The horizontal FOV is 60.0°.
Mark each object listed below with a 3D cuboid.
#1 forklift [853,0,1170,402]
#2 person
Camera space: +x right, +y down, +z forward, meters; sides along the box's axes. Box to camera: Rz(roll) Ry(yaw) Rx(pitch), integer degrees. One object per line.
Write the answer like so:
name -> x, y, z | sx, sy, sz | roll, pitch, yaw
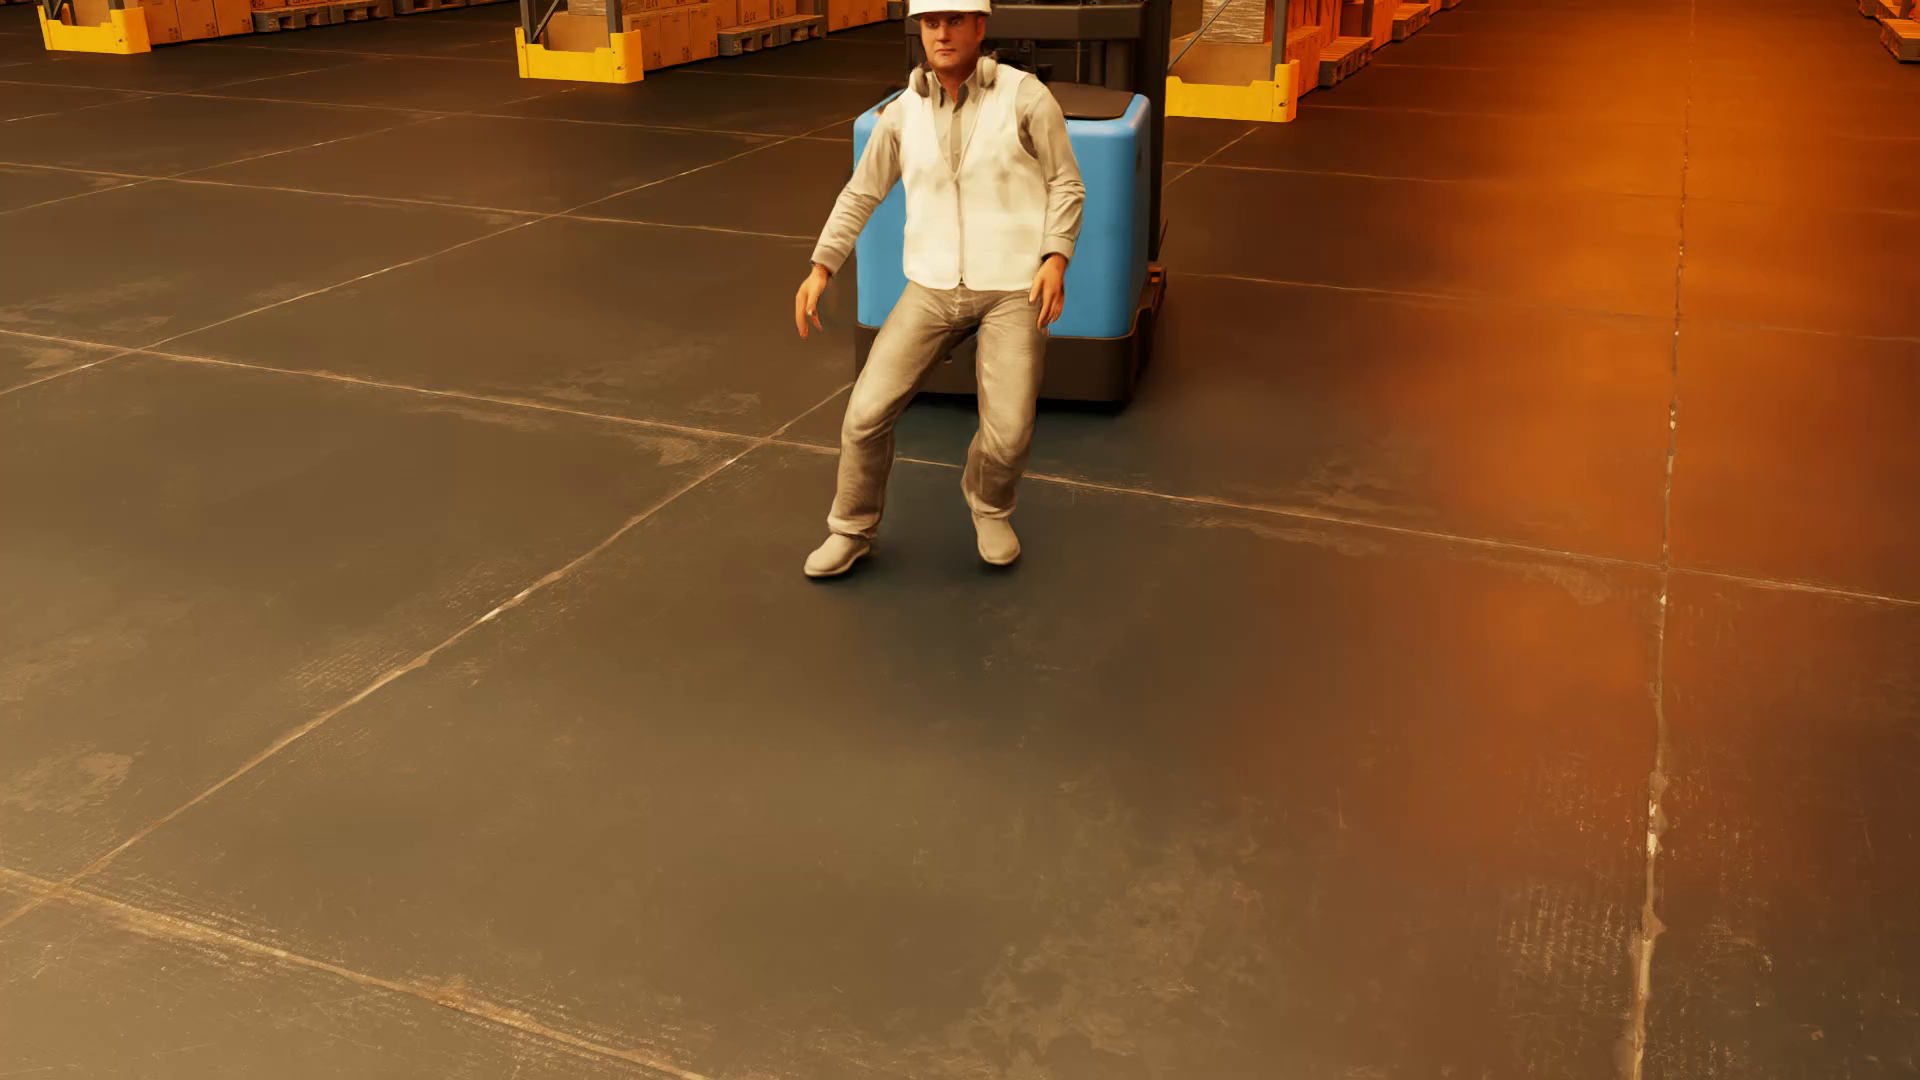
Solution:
forklift -> 0.360, -2.398, 7.030 | 1.130, 2.935, 3.031 | 4, 23, 9
person -> -0.053, -0.718, 4.628 | 0.755, 1.688, 0.573 | 7, 24, 16
